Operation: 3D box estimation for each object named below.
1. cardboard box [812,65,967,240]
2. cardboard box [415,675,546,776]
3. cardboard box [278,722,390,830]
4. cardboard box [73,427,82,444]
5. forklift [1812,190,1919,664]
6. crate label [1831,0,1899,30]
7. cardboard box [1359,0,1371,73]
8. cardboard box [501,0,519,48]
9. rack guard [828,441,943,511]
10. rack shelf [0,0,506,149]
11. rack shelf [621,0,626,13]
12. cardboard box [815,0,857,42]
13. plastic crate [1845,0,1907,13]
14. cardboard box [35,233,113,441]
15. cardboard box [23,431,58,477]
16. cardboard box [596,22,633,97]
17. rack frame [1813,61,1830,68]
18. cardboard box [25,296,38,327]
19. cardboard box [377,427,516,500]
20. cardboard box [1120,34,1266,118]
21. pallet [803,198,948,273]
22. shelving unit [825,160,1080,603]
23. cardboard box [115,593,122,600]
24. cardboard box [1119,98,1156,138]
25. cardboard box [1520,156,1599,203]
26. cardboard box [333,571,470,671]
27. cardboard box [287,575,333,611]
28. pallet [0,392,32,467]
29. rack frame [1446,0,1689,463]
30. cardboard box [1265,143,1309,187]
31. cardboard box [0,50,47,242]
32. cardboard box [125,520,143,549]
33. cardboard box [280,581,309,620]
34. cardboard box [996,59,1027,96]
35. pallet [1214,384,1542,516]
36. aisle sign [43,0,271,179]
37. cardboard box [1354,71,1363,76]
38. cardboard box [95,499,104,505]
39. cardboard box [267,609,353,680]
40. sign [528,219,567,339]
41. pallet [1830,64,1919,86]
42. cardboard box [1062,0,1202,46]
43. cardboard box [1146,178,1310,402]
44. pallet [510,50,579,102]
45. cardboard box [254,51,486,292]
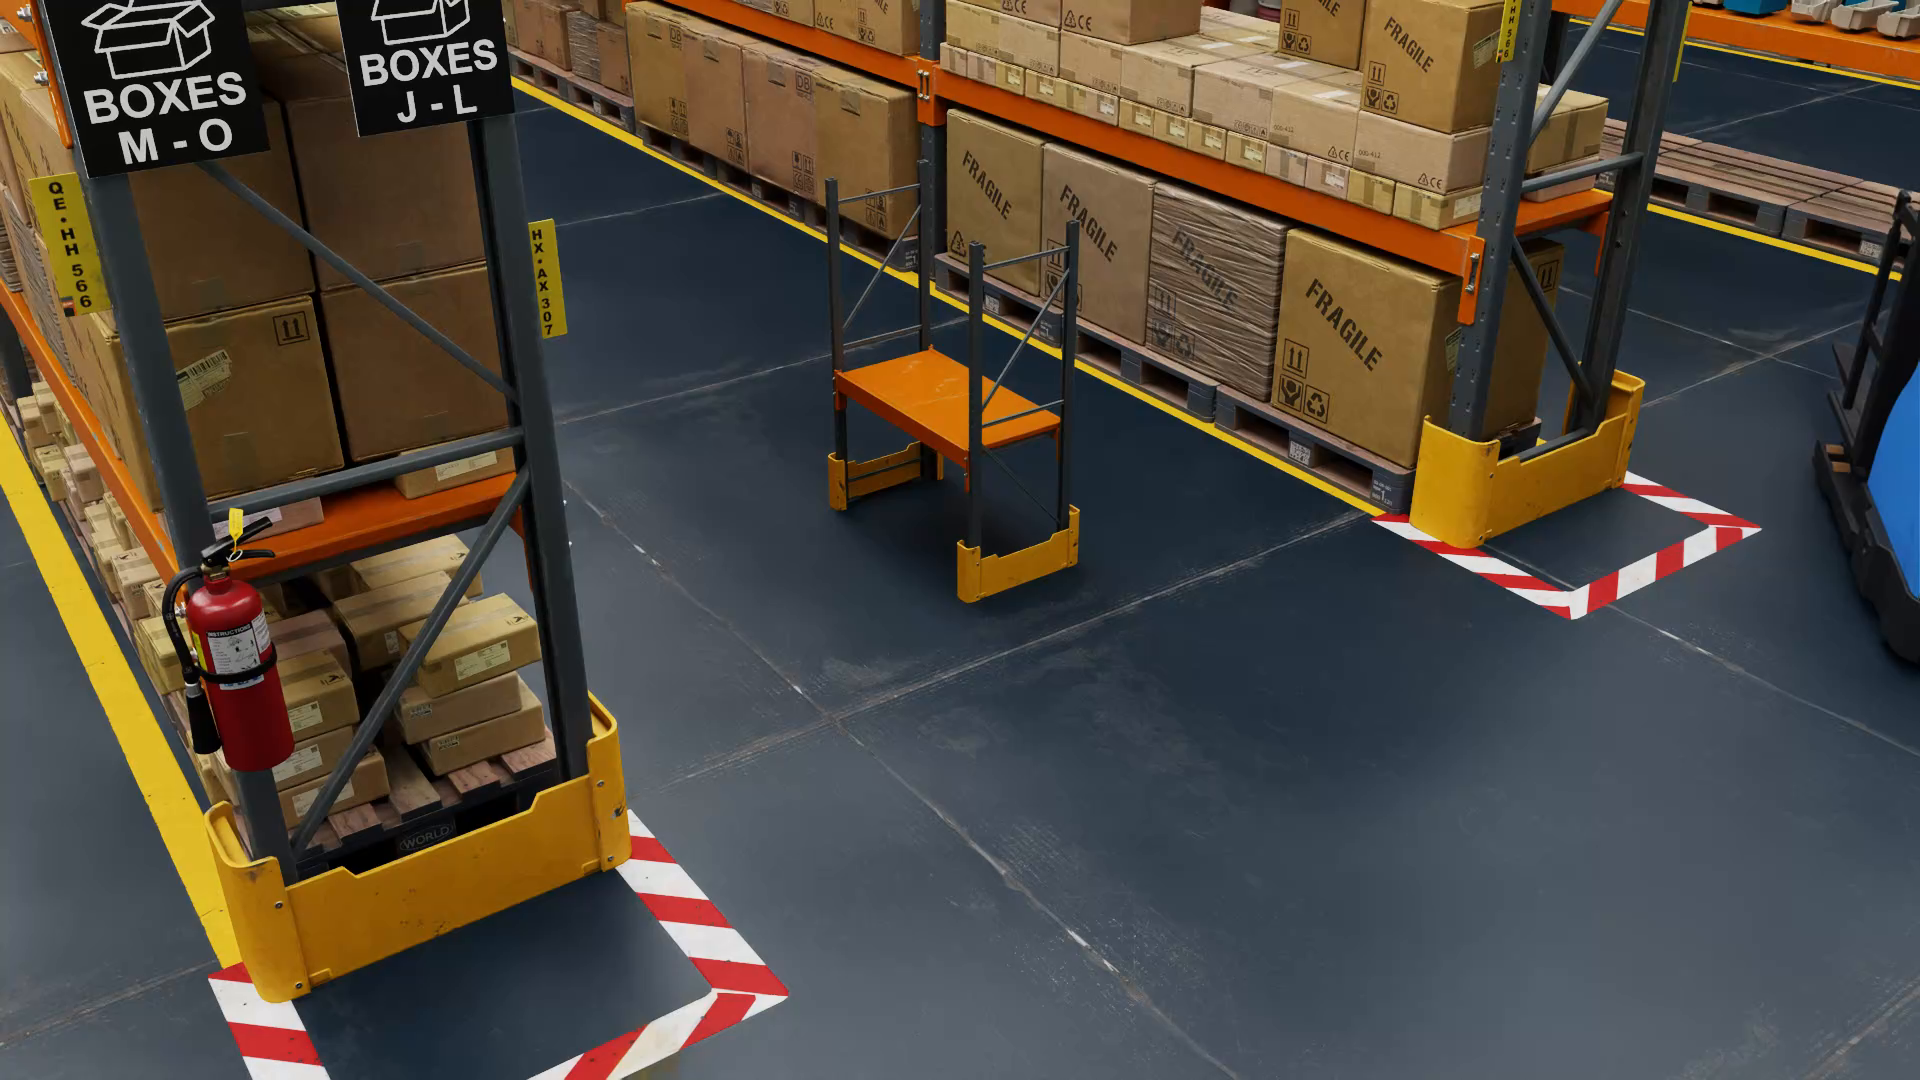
[{"bbox_3d":[-0.176,-2.553,10.593,1.225,0.875,0.875,-19,34,-30],"label":"cardboard box"},{"bbox_3d":[-1.610,0.606,5.538,0.380,0.149,0.250,-18,33,-30],"label":"cardboard box"},{"bbox_3d":[-2.042,0.752,5.270,0.380,0.149,0.250,-18,33,-30],"label":"cardboard box"},{"bbox_3d":[-3.388,-0.423,6.810,0.380,0.149,0.250,-20,34,-32],"label":"cardboard box"},{"bbox_3d":[4.459,-1.390,6.739,1.130,2.935,3.031,8,30,15],"label":"forklift"},{"bbox_3d":[5.608,-3.270,10.342,0.396,0.136,0.243,-19,34,-31],"label":"crate label"},{"bbox_3d":[2.183,-2.354,7.500,0.500,0.500,0.500,-20,34,-32],"label":"cardboard box"},{"bbox_3d":[-3.829,-4.828,15.155,0.700,0.500,0.500,-19,34,-31],"label":"cardboard box"},{"bbox_3d":[-0.333,-0.333,7.601,0.587,0.250,0.087,-19,34,-31],"label":"rack guard"},{"bbox_3d":[-2.727,-1.949,5.307,1.077,0.370,4.000,-19,34,-31],"label":"rack shelf"},{"bbox_3d":[-3.269,-5.075,14.205,1.077,0.370,4.000,-19,34,-31],"label":"rack shelf"},{"bbox_3d":[-0.564,-3.403,10.268,0.500,0.500,0.500,-18,33,-29],"label":"cardboard box"},{"bbox_3d":[5.927,-3.526,10.713,0.416,0.233,0.300,-19,34,-31],"label":"plastic crate"},{"bbox_3d":[-2.332,-0.649,4.886,0.500,0.500,0.500,-19,34,-31],"label":"cardboard box"},{"bbox_3d":[-3.938,-0.426,7.438,0.380,0.149,0.250,-20,35,-33],"label":"cardboard box"},{"bbox_3d":[-2.514,-3.963,13.563,0.700,0.500,0.500,-21,35,-33],"label":"cardboard box"},{"bbox_3d":[8.283,-5.799,14.785,1.000,3.000,0.127,-19,34,-31],"label":"rack frame"},{"bbox_3d":[-3.186,-0.915,6.055,0.380,0.149,0.250,-17,33,-29],"label":"cardboard box"},{"bbox_3d":[-1.488,-0.276,4.878,0.380,0.149,0.250,-19,34,-31],"label":"cardboard box"},{"bbox_3d":[1.140,-2.280,8.150,0.500,0.250,0.500,-19,34,-31],"label":"cardboard box"},{"bbox_3d":[-0.298,-2.112,10.918,1.003,0.211,1.213,-19,34,-31],"label":"pallet"},{"bbox_3d":[-0.044,-0.689,6.947,0.587,1.500,1.083,-19,34,-31],"label":"shelving unit"},{"bbox_3d":[-3.152,0.067,6.530,0.380,0.149,0.250,-20,34,-32],"label":"cardboard box"},{"bbox_3d":[1.018,-2.135,8.302,0.380,0.149,0.250,-20,34,-32],"label":"cardboard box"},{"bbox_3d":[2.595,-1.622,7.358,0.380,0.149,0.250,-18,33,-30],"label":"cardboard box"},{"bbox_3d":[-1.852,0.266,5.542,0.380,0.149,0.250,-18,33,-30],"label":"cardboard box"},{"bbox_3d":[-2.281,0.094,6.170,0.380,0.149,0.250,-21,35,-33],"label":"cardboard box"},{"bbox_3d":[-4.340,-0.802,8.505,1.003,0.211,1.213,-19,34,-31],"label":"pallet"},{"bbox_3d":[2.532,-1.503,6.875,1.000,3.000,0.127,-19,34,-31],"label":"rack frame"},{"bbox_3d":[1.615,-1.737,7.568,0.380,0.149,0.250,-18,33,-30],"label":"cardboard box"},{"bbox_3d":[-2.329,-1.090,4.649,0.500,0.500,0.500,-20,34,-32],"label":"cardboard box"},{"bbox_3d":[-2.796,-0.018,6.064,0.380,0.149,0.250,-20,34,-32],"label":"cardboard box"},{"bbox_3d":[-2.481,0.307,5.777,0.380,0.149,0.250,-19,34,-31],"label":"cardboard box"},{"bbox_3d":[0.418,-2.537,9.041,0.380,0.149,0.250,-18,33,-29],"label":"cardboard box"},{"bbox_3d":[2.004,-0.567,8.073,1.003,0.211,1.213,-19,34,-31],"label":"pallet"},{"bbox_3d":[-1.769,-1.201,3.594,0.394,0.787,0.004,-19,34,-31],"label":"aisle sign"},{"bbox_3d":[2.166,-2.030,7.690,0.500,0.250,0.500,-19,34,-31],"label":"cardboard box"},{"bbox_3d":[-3.253,-0.180,6.674,0.380,0.149,0.250,-17,33,-28],"label":"cardboard box"},{"bbox_3d":[-2.180,0.388,5.316,0.380,0.149,0.250,-18,33,-30],"label":"cardboard box"},{"bbox_3d":[-1.125,-0.700,4.489,0.100,0.325,0.005,-19,34,-31],"label":"sign"},{"bbox_3d":[8.681,-4.307,14.959,1.003,0.211,1.213,-19,34,-31],"label":"pallet"},{"bbox_3d":[0.866,-2.801,8.325,0.500,0.500,0.500,-20,34,-32],"label":"cardboard box"},{"bbox_3d":[1.567,-1.335,8.351,0.875,0.875,0.875,-19,34,-31],"label":"cardboard box"},{"bbox_3d":[-3.264,-4.166,14.700,1.003,0.211,1.213,-19,34,-31],"label":"pallet"},{"bbox_3d":[-1.611,-1.032,4.543,0.500,0.500,0.500,-19,34,-31],"label":"cardboard box"}]
